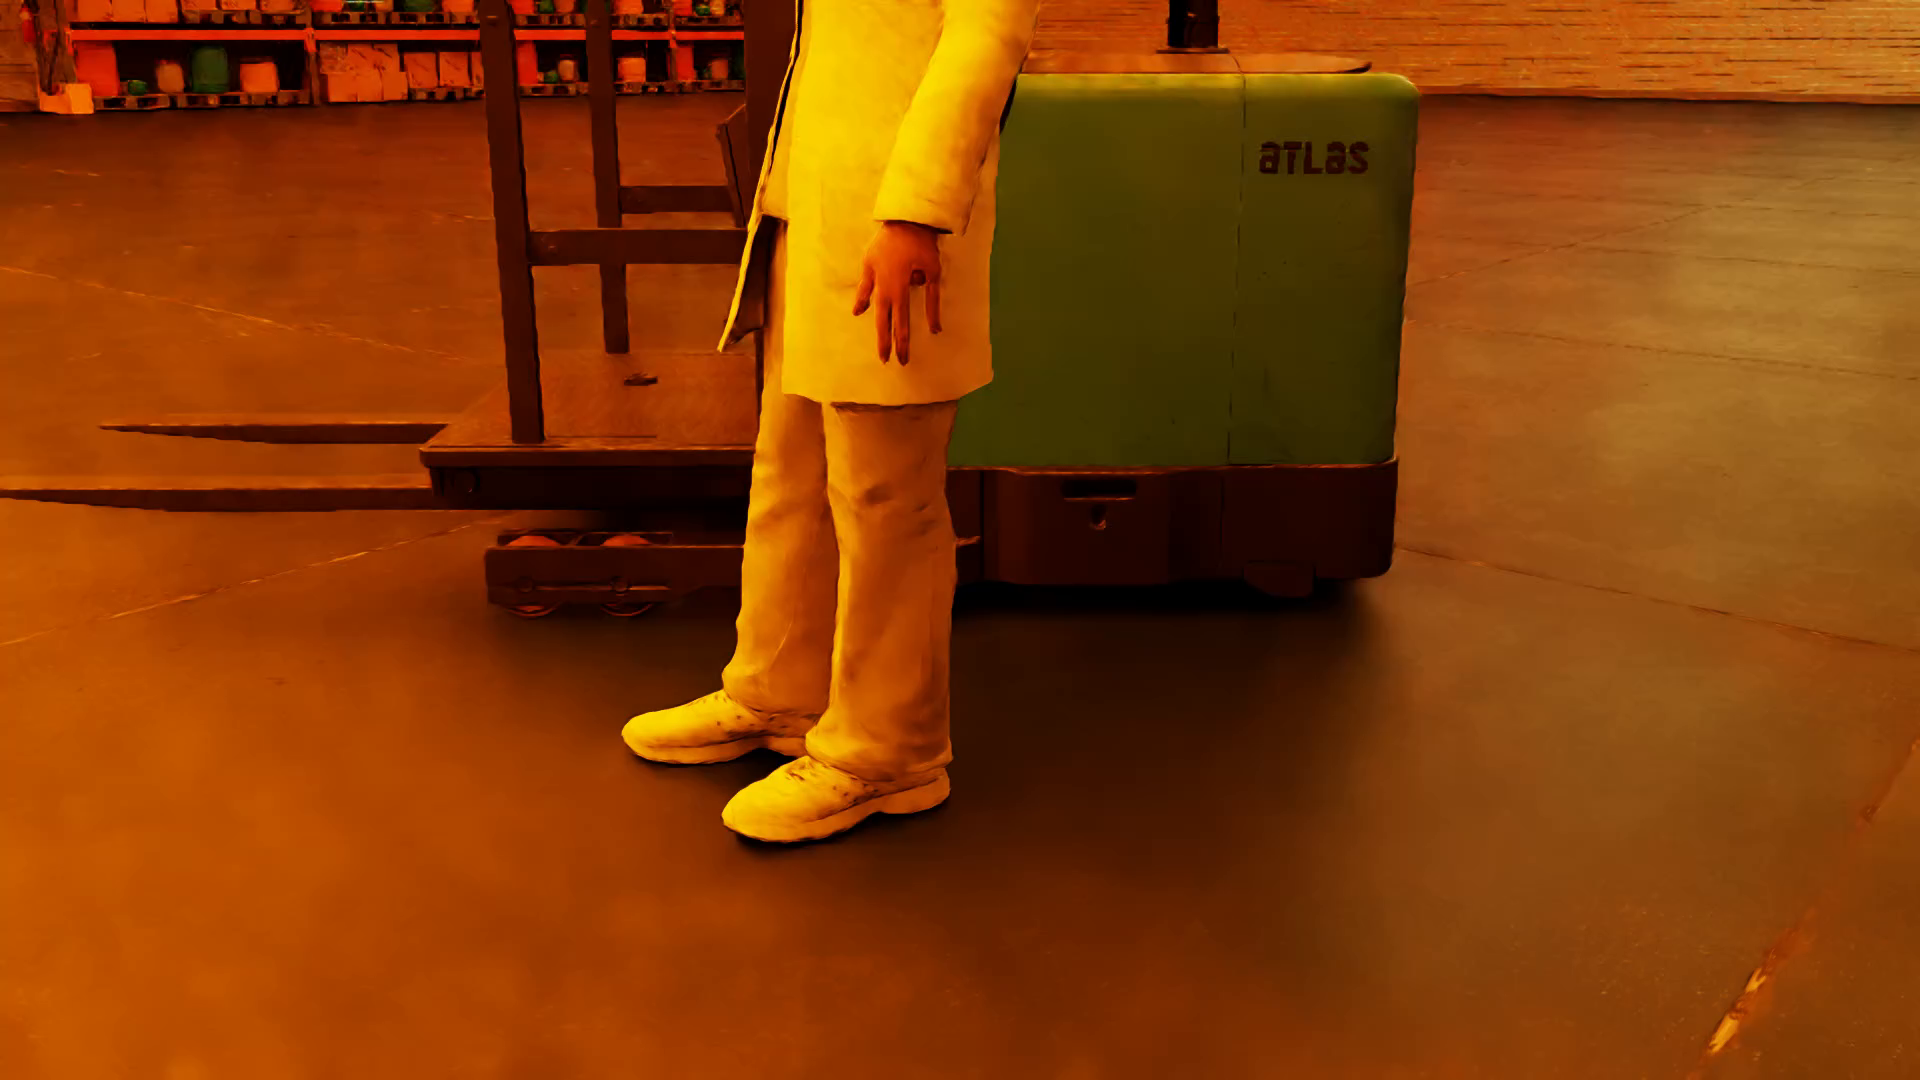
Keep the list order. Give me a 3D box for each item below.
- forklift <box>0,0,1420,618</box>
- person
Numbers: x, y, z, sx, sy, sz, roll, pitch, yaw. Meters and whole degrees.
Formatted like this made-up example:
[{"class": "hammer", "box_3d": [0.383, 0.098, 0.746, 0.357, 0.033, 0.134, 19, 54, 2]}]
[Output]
[{"class": "forklift", "box_3d": [-0.611, -1.398, 3.503, 3.031, 2.935, 1.130, 0, 17, -1]}, {"class": "person", "box_3d": [-0.203, -0.443, 2.332, 0.551, 1.781, 0.707, -6, 18, -19]}]
